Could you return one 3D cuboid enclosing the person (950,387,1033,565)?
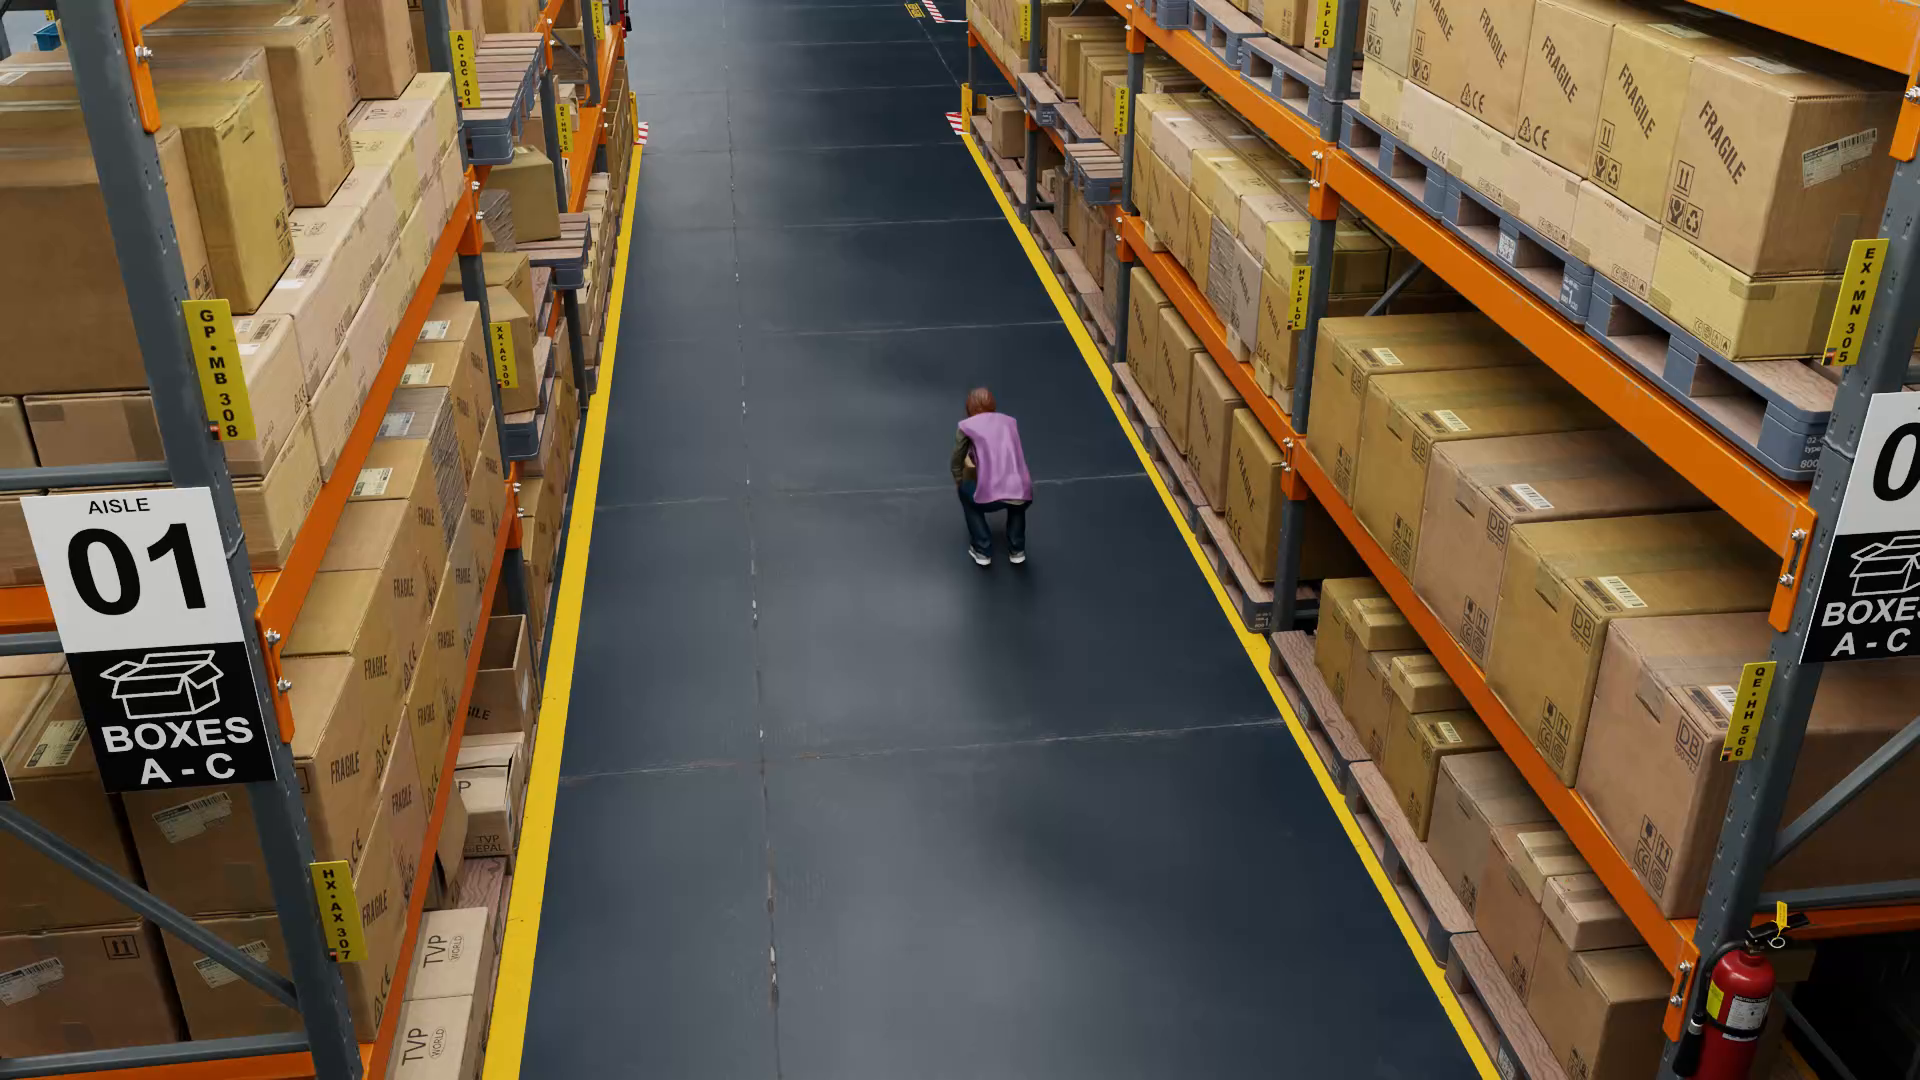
[{"bbox_3d":[0.192,-0.352,10.021,0.452,0.937,0.779,-4,28,-7],"label":"person"}]
